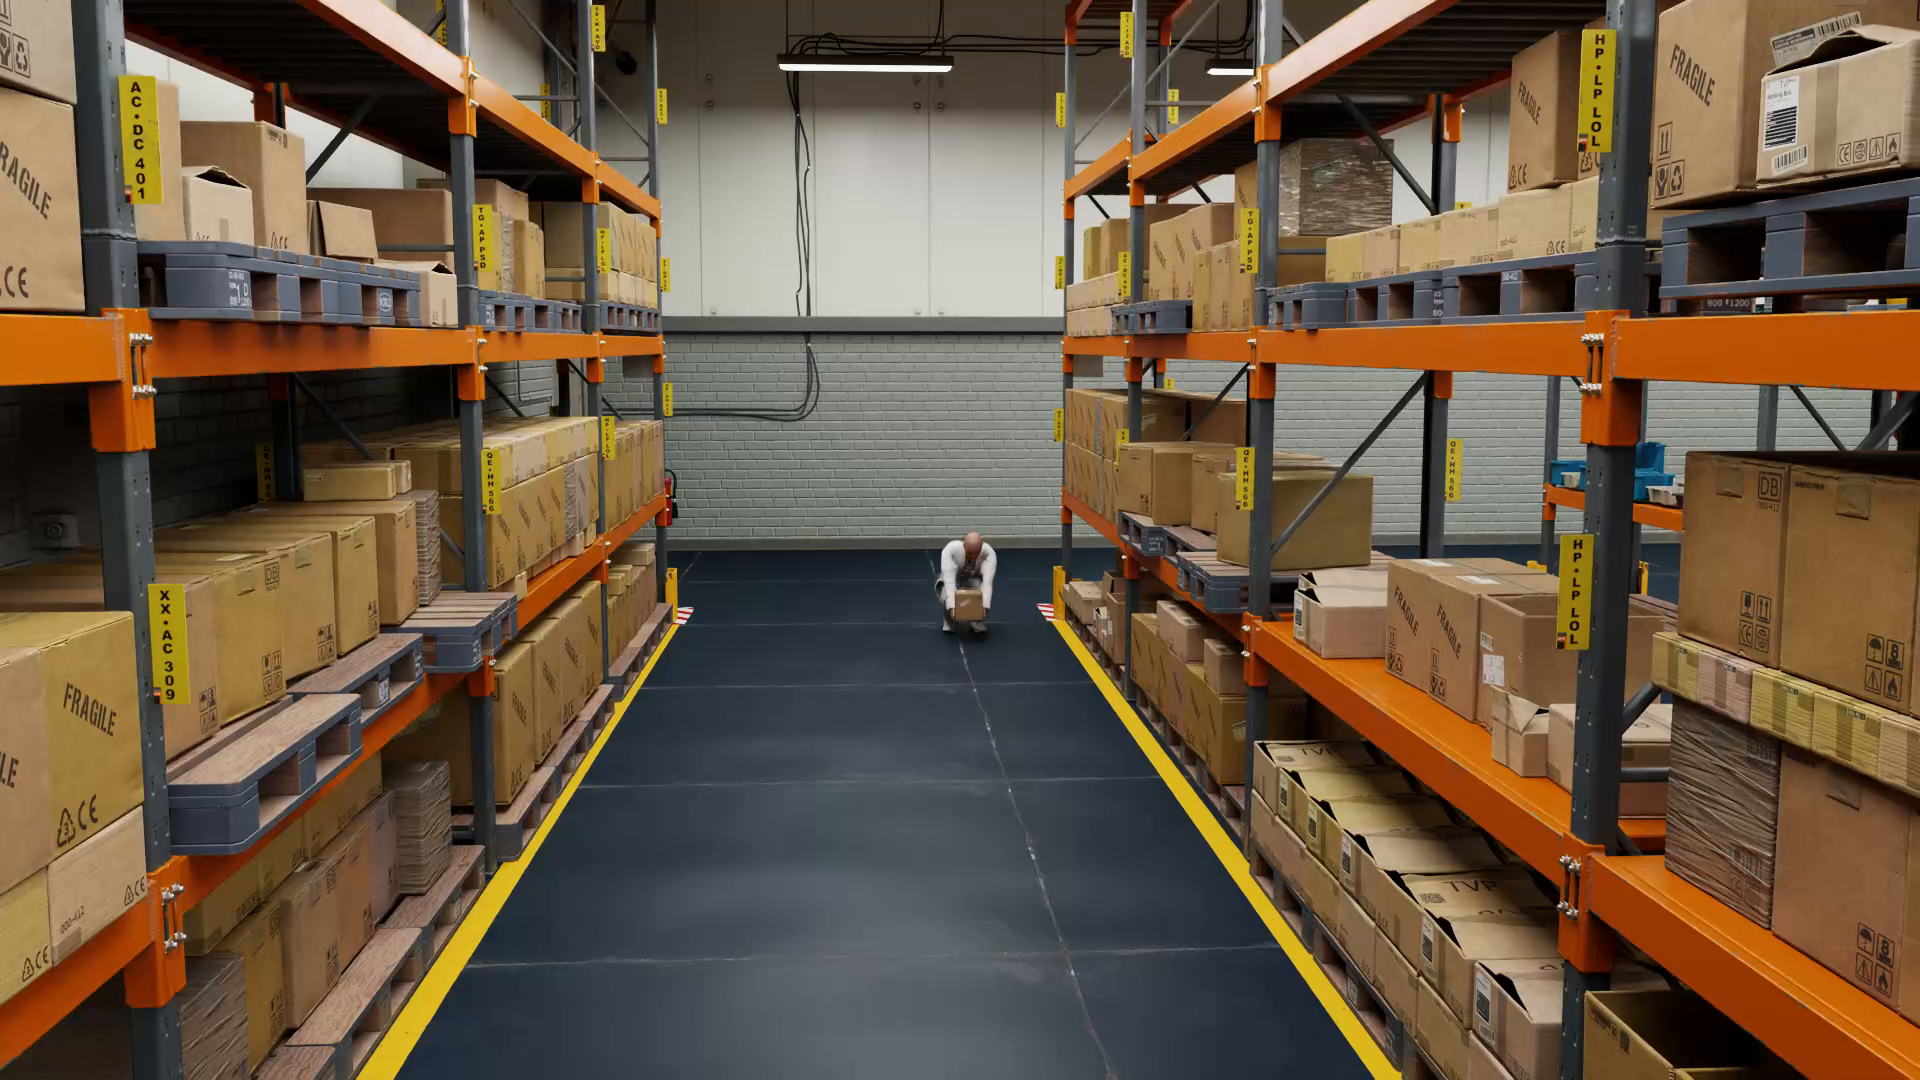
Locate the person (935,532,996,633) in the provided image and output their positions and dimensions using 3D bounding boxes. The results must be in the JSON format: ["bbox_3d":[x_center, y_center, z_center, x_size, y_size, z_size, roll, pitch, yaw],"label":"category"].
[{"bbox_3d":[0.052,0.403,15.816,0.579,0.981,0.936,-1,7,-5],"label":"person"}]
